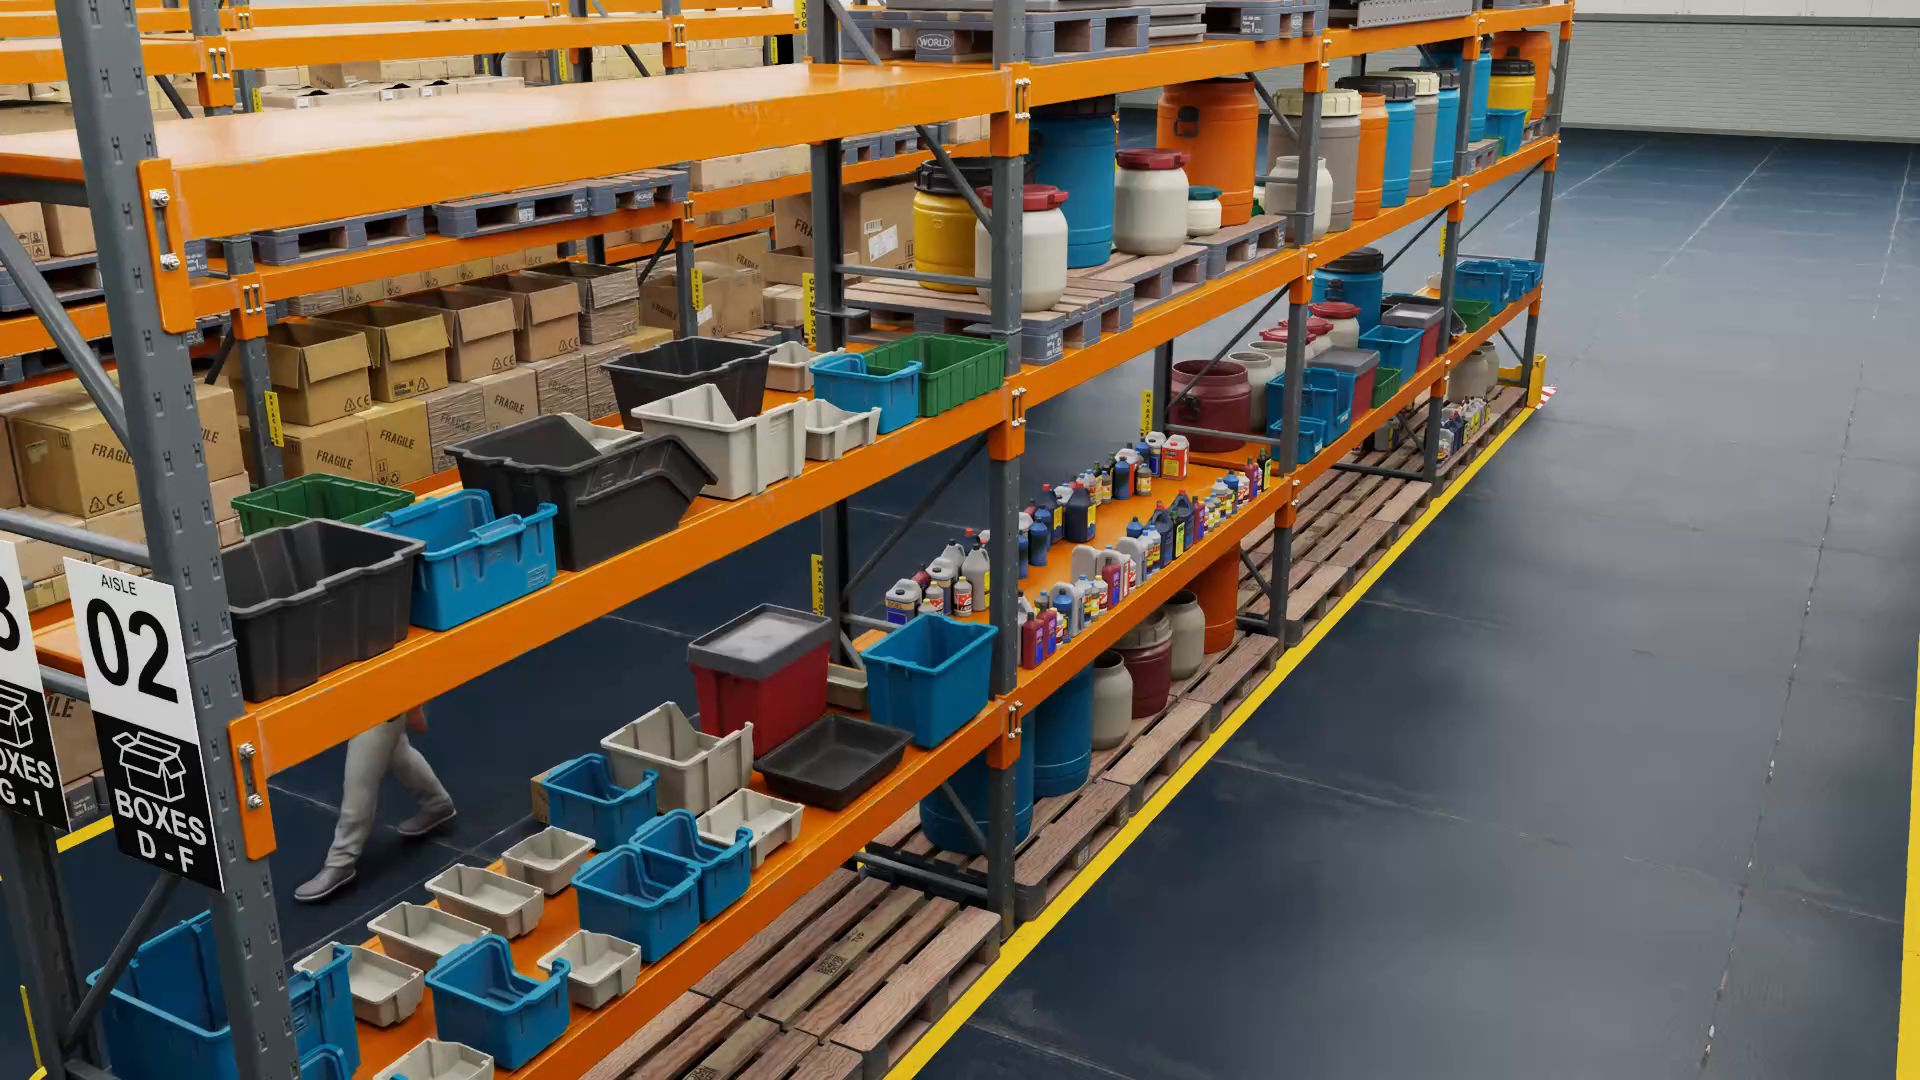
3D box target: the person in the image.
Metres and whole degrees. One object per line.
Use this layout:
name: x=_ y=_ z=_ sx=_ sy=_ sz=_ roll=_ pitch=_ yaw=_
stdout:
person: x=-3.106 y=0.857 z=8.536 sx=0.531 sy=1.724 sz=1.007 roll=17 pitch=26 yaw=41
